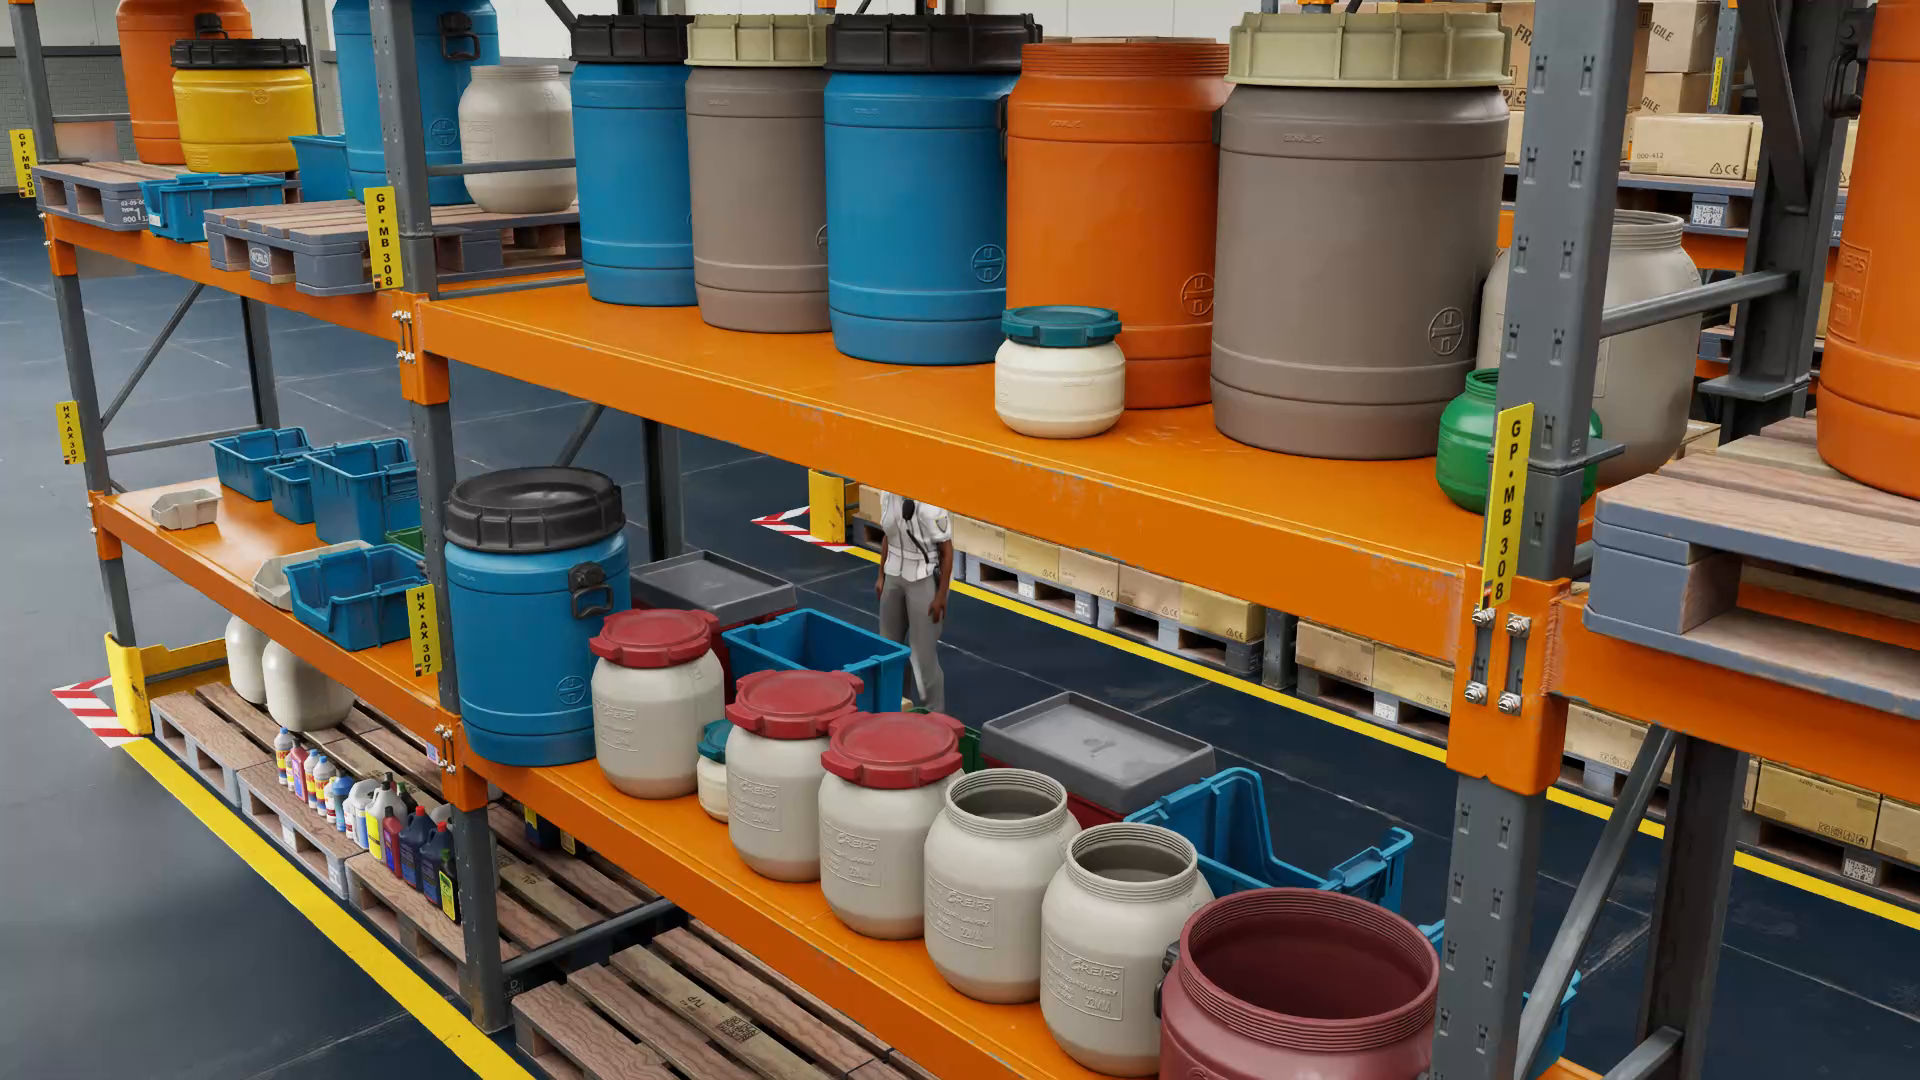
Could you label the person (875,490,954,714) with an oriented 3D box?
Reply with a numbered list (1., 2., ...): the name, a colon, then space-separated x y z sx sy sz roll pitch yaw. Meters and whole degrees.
1. person: -0.260 0.246 8.770 0.516 1.655 0.397 16 24 42
